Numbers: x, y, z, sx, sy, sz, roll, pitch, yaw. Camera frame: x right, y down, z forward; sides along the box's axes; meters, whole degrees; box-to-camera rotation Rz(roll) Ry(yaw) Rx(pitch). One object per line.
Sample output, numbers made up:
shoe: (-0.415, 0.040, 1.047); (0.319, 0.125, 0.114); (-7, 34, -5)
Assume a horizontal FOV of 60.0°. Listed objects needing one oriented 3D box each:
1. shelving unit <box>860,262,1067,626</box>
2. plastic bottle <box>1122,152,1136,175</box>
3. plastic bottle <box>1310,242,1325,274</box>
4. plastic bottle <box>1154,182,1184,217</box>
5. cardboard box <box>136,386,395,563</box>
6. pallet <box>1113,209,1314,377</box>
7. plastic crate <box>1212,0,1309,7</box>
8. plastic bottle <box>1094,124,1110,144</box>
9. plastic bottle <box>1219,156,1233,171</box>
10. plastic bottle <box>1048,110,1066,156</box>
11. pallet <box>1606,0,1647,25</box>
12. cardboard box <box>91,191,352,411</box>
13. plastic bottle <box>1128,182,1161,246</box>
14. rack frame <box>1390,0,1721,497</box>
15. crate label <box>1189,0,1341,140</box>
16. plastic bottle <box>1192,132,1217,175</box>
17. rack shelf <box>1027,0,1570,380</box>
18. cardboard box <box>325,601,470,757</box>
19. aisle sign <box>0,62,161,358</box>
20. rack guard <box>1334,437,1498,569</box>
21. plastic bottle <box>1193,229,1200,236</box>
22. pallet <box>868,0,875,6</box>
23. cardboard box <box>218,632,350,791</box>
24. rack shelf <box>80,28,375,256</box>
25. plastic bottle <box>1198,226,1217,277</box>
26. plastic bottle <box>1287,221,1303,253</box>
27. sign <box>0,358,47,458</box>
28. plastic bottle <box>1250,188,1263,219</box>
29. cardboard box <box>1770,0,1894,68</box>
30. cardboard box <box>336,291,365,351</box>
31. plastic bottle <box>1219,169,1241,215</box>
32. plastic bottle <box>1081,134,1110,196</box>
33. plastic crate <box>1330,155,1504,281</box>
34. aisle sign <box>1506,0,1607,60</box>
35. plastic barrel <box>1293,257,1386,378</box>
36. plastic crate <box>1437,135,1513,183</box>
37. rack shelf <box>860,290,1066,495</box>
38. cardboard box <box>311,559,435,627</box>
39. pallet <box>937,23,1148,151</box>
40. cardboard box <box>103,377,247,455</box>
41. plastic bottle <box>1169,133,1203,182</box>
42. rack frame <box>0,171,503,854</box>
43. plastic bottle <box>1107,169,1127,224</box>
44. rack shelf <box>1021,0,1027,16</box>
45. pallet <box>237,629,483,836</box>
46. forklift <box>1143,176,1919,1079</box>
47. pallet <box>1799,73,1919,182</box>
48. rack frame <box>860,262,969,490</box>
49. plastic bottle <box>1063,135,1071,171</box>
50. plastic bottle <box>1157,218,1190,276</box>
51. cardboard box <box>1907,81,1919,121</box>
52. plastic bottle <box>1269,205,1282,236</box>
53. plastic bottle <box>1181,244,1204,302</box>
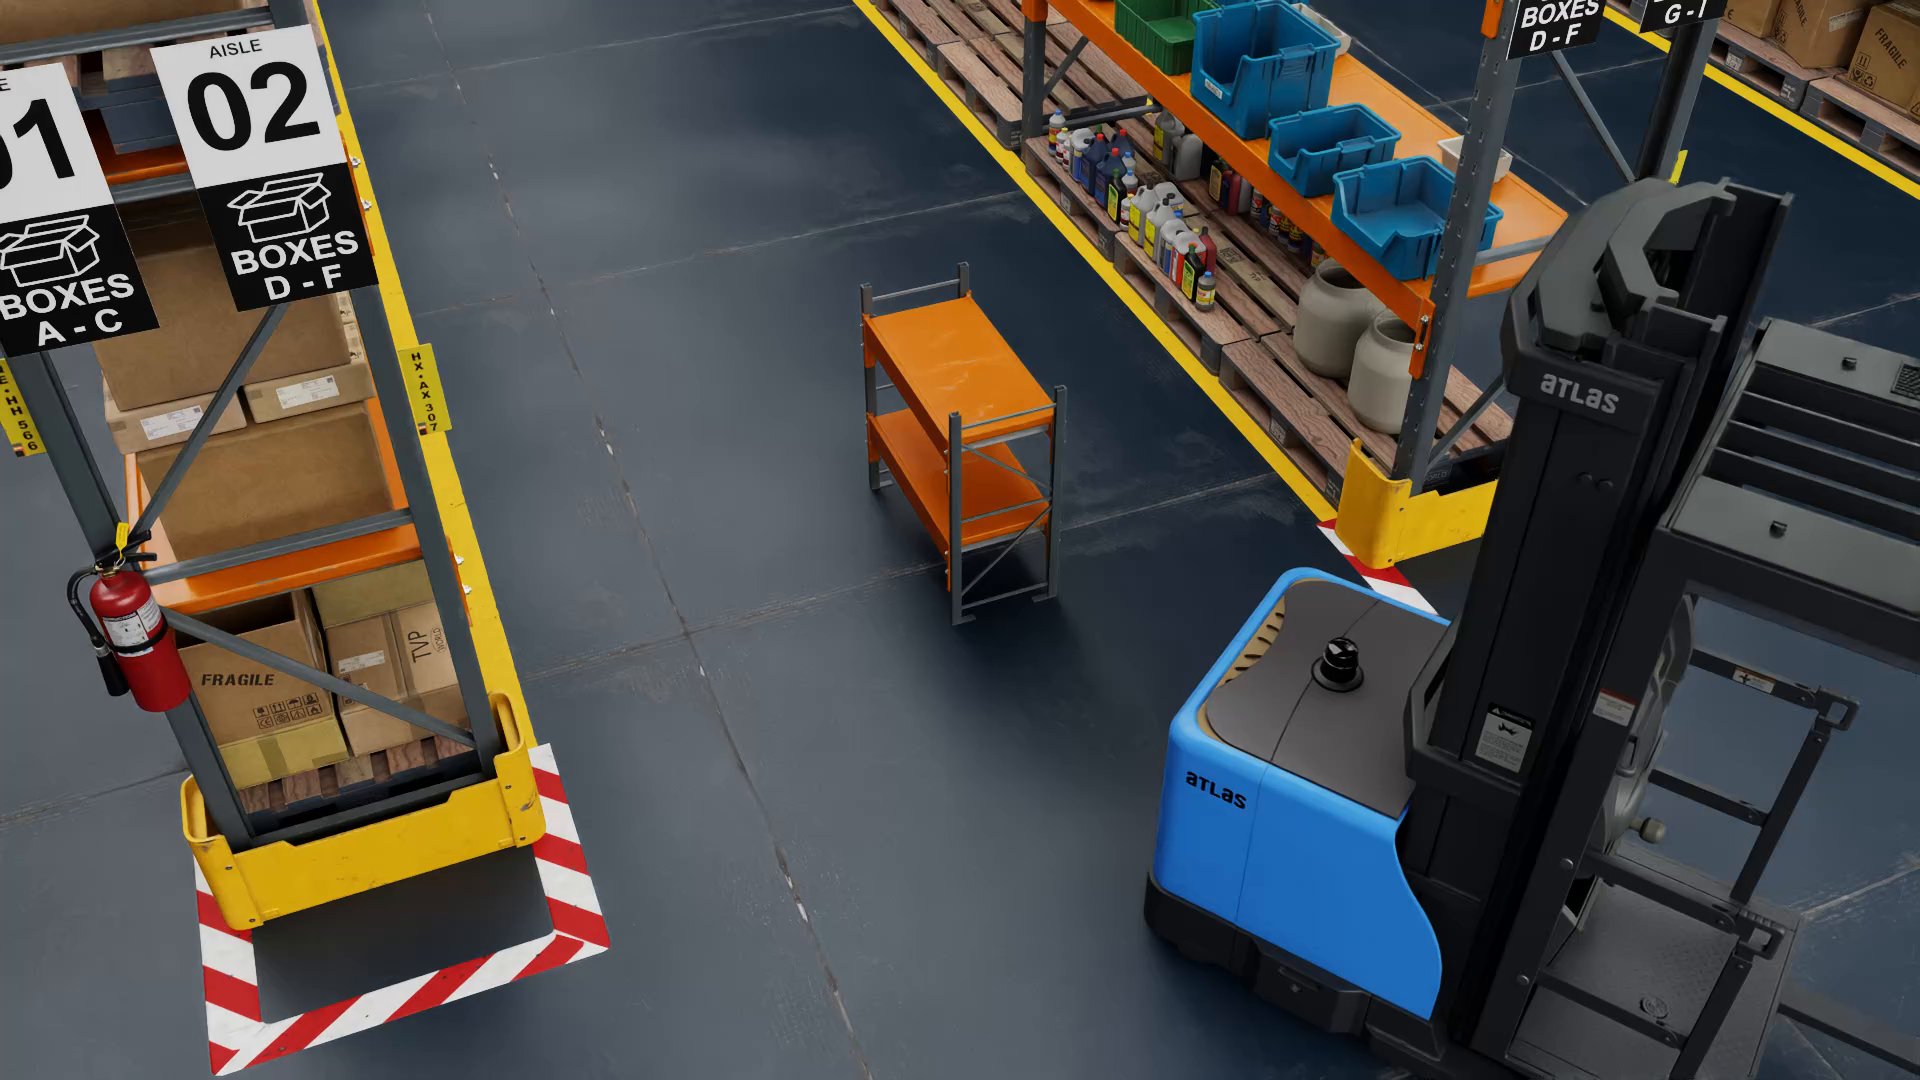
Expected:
shelving unit: (-0.003, -0.431, 7.307); (0.538, 1.125, 1.048); (-15, 43, -17)
plastic bottle: (0.958, -2.102, 9.567); (0.097, 0.271, 0.097); (0, 41, 0)
plastic bottle: (1.950, -1.545, 8.973); (0.097, 0.201, 0.097); (0, 41, 0)
plastic bottle: (1.153, -1.843, 9.263); (0.152, 0.276, 0.135); (-15, 43, -17)
cardboard box: (-2.349, -0.296, 5.635); (0.700, 0.500, 0.500); (-15, 43, -17)
pallet: (1.554, -1.408, 9.144); (1.003, 0.211, 1.213); (-15, 43, -17)
plastic crate: (1.540, -2.961, 8.926); (0.499, 0.251, 0.616); (-15, 43, -17)
plastic bottle: (0.829, -2.291, 9.778); (0.061, 0.283, 0.133); (-15, 43, -17)
plastic bottle: (1.575, -2.153, 9.566); (0.144, 0.351, 0.185); (-15, 43, -17)
plastic bottle: (0.582, -2.447, 9.969); (0.097, 0.271, 0.097); (0, 41, 0)
pallet: (5.142, -4.263, 12.465); (1.003, 0.211, 1.213); (-15, 43, -17)
cardboard box: (-2.369, -0.819, 5.249); (0.700, 0.500, 0.500); (-15, 43, -17)
plastic bottle: (1.026, -1.819, 9.178); (0.144, 0.351, 0.185); (-15, 43, -17)
rack frame: (2.396, -1.207, 6.771); (1.000, 3.000, 0.127); (-15, 43, -17)
crate label: (1.442, -2.262, 7.971); (0.502, 0.435, 0.616); (-15, 43, -17)
plastic bottle: (1.451, -2.347, 9.792); (0.144, 0.351, 0.185); (-17, 44, -19)
rack shelf: (1.631, -2.139, 8.407); (1.077, 0.370, 4.000); (-15, 43, -17)
cardboard box: (-2.182, 0.531, 6.537); (0.500, 0.250, 0.500); (-15, 43, -17)
aisle sign: (-2.428, -0.846, 4.358); (0.394, 0.787, 0.004); (-15, 43, -17)
rack guard: (2.323, -0.293, 7.626); (1.175, 0.500, 0.348); (-15, 43, -17)
plastic bottle: (1.272, -1.594, 9.031); (0.097, 0.201, 0.097); (0, 41, 0)
pallet: (-0.405, -4.492, 12.731); (1.003, 0.211, 1.213); (-15, 43, -17)
cardboard box: (-2.660, 0.661, 6.387); (0.500, 0.250, 0.500); (-15, 43, -17)
rack shelf: (-2.947, -2.043, 5.995); (1.077, 0.370, 4.000); (-15, 43, -17)
plastic bottle: (1.315, -1.526, 8.889); (0.061, 0.283, 0.133); (-15, 43, -17)
plastic bottle: (1.859, -1.716, 9.118); (0.097, 0.271, 0.097); (0, 41, 0)
sign: (-2.689, -0.375, 4.735); (0.100, 0.325, 0.005); (-15, 43, -17)
plastic bottle: (1.704, -1.933, 9.424); (0.097, 0.201, 0.097); (0, 41, 0)
cardboard box: (5.784, -3.469, 10.998); (0.500, 0.500, 0.500); (-3, 41, -3)
cardboard box: (-2.237, -0.706, 5.615); (0.380, 0.149, 0.250); (-16, 43, -18)
plastic bottle: (1.535, -2.001, 9.441); (0.061, 0.283, 0.133); (-15, 43, -17)
plastic bottle: (0.791, -2.189, 9.608); (0.144, 0.351, 0.185); (-14, 43, -16)
plastic crate: (1.928, -1.377, 7.084); (0.499, 0.251, 0.616); (-15, 43, -17)
aisle sign: (2.149, -2.075, 5.787); (0.394, 0.787, 0.004); (-15, 43, -17)
plastic barrel: (1.882, -1.102, 8.236); (0.421, 0.512, 0.421); (0, 41, 0)
plastic crate: (2.351, -1.726, 7.578); (0.298, 0.136, 0.250); (-15, 43, -17)
rack shelf: (-0.003, -0.652, 7.116); (0.538, 0.278, 1.000); (-15, 43, -17)
cardboard box: (-2.375, -0.054, 6.642); (0.500, 0.500, 0.500); (-15, 43, -17)
pallet: (0.529, -3.023, 11.022); (1.003, 0.211, 1.213); (-15, 43, -17)
cardboard box: (-2.504, -0.440, 5.305); (0.380, 0.149, 0.250); (-16, 43, -18)
plastic bottle: (1.324, -2.267, 9.756); (0.152, 0.276, 0.135); (-15, 43, -17)
rack frame: (-2.182, 0.027, 5.337); (1.000, 3.000, 0.127); (-15, 43, -17)
plastic bottle: (0.888, -1.940, 9.370); (0.061, 0.283, 0.133); (-13, 42, -15)
rack shelf: (0.100, -4.548, 11.209); (1.077, 0.370, 4.000); (-15, 43, -17)
pallet: (-2.513, 0.634, 6.770); (1.003, 0.211, 1.213); (-15, 43, -17)
forklift: (2.175, 0.563, 4.766); (3.031, 2.935, 1.130); (23, 46, 24)
pallet: (6.202, -2.663, 10.603); (1.003, 0.211, 1.213); (-15, 43, -17)
rack frame: (-0.197, -0.737, 7.663); (0.500, 1.125, 0.032); (-15, 43, -17)
plastic bottle: (0.660, -2.298, 9.850); (0.097, 0.201, 0.097); (0, 41, 0)
plastic bottle: (1.164, -1.580, 8.957); (0.152, 0.276, 0.135); (-16, 43, -18)
cardboard box: (6.266, -2.768, 10.182); (0.500, 0.500, 0.500); (-11, 42, -13)
plastic bottle: (1.783, -1.809, 9.280); (0.097, 0.201, 0.097); (0, 41, 0)
plastic bottle: (1.227, -1.407, 8.750); (0.061, 0.283, 0.133); (-14, 43, -16)
